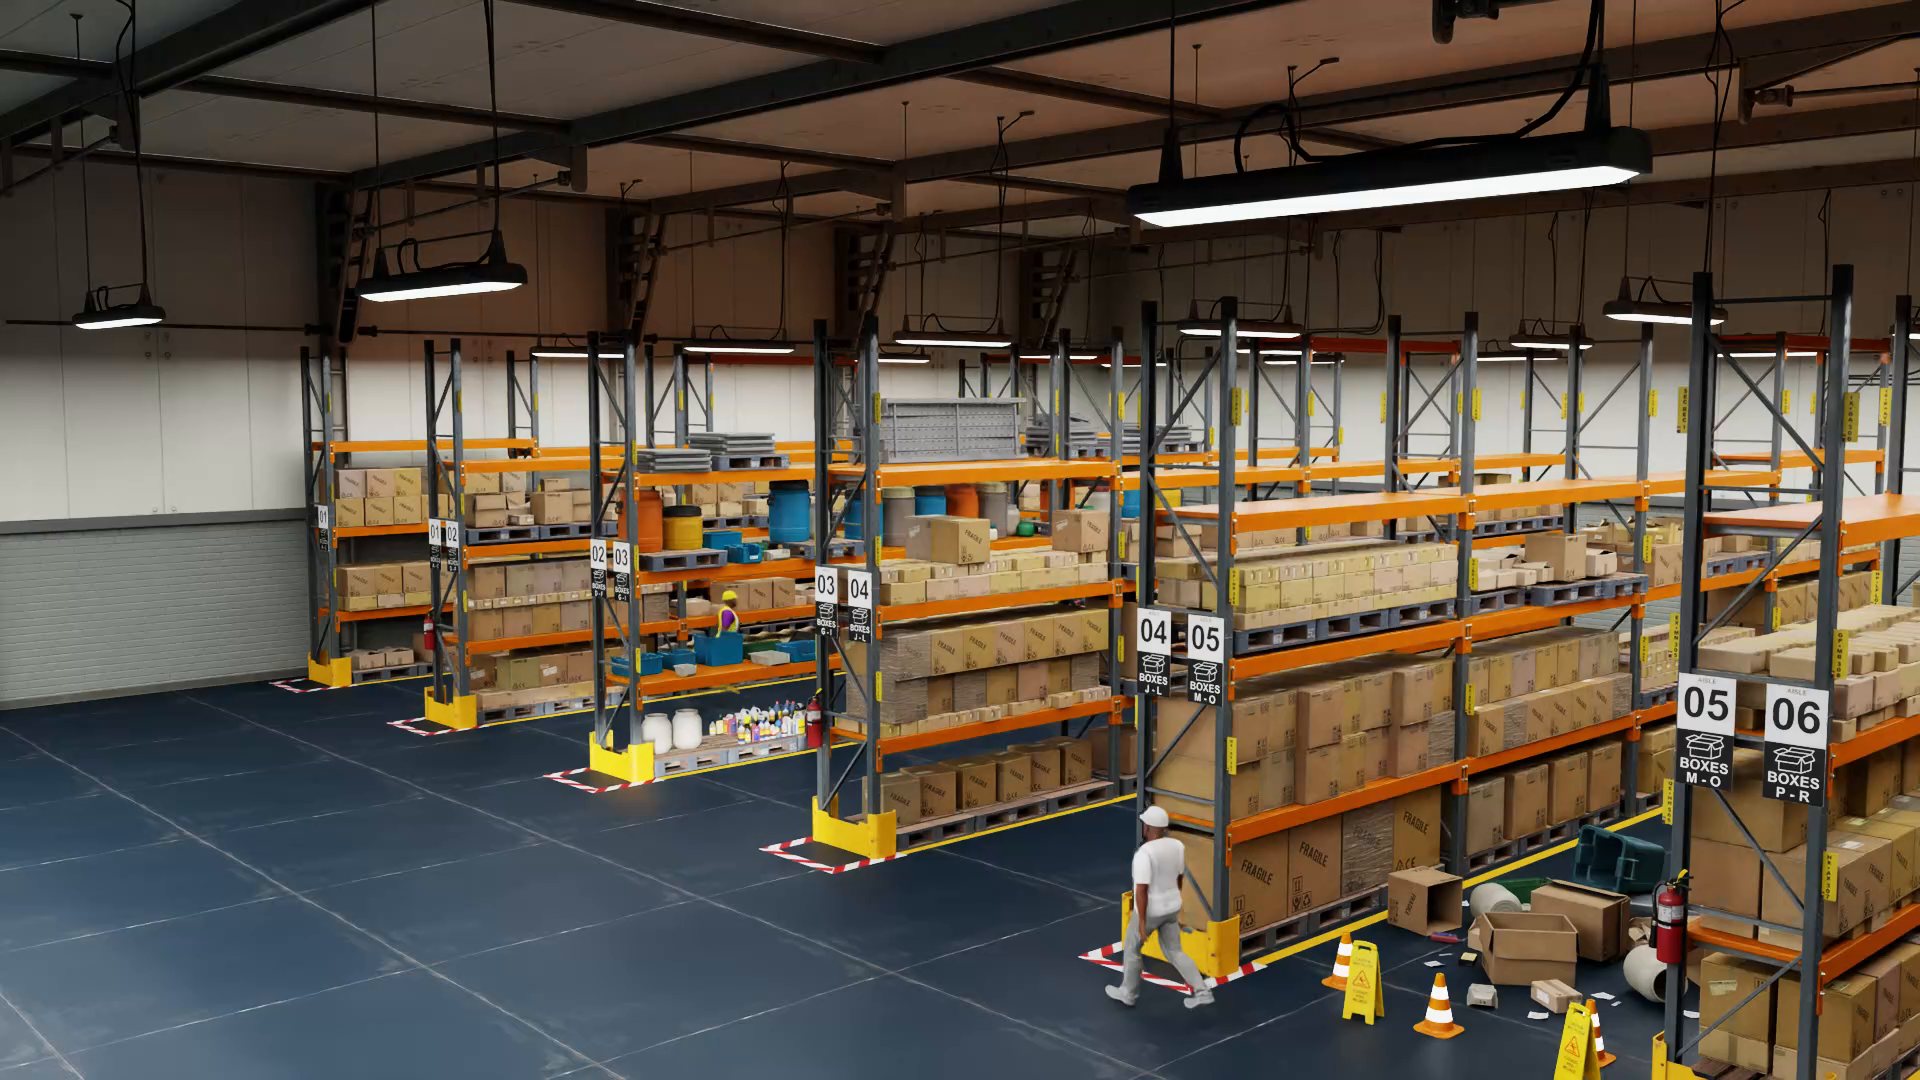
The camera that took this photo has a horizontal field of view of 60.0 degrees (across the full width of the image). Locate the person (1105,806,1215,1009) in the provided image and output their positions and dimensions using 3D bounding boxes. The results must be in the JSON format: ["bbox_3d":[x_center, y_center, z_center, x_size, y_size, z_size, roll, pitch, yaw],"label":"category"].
[{"bbox_3d":[1.657,3.076,13.864,0.572,1.718,1.019,-5,7,-43],"label":"person"}]

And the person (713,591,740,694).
[{"bbox_3d":[-3.859,1.689,27.628,0.557,1.699,0.584,-3,6,-29],"label":"person"}]
